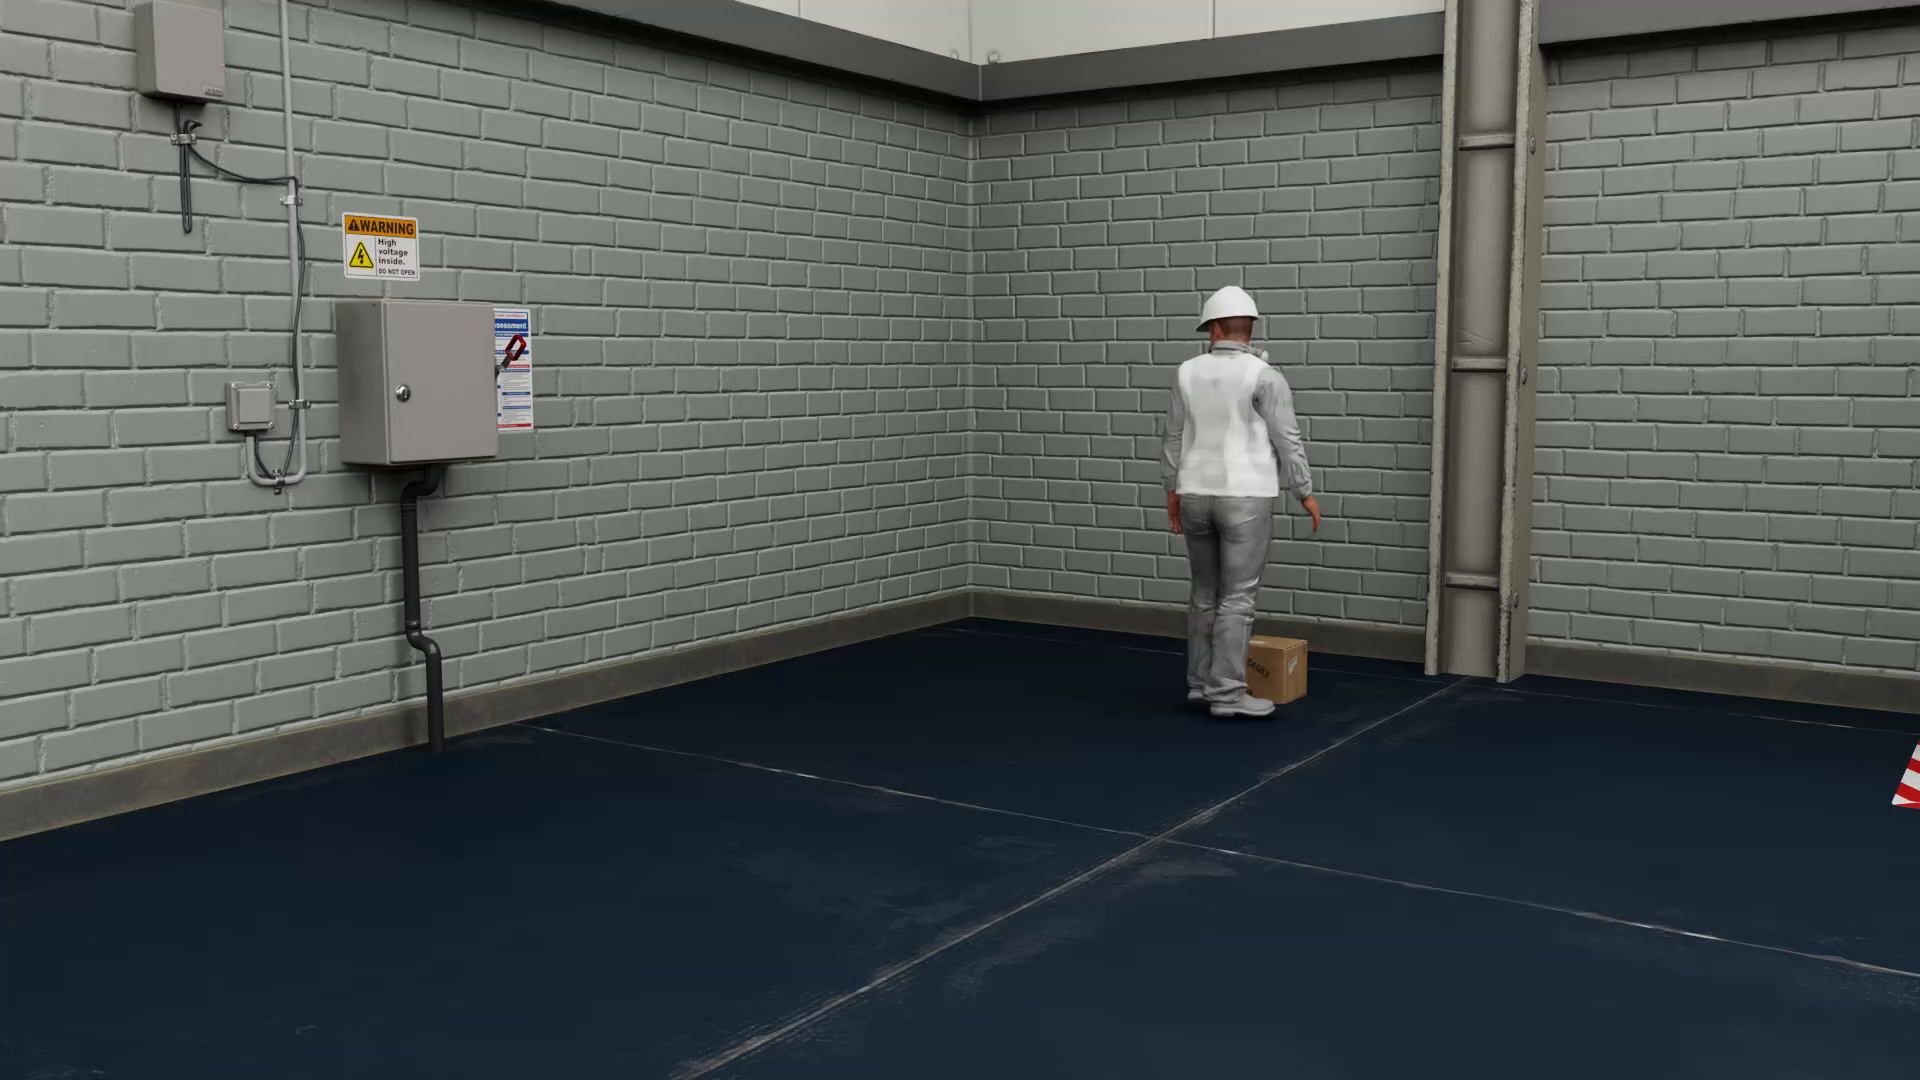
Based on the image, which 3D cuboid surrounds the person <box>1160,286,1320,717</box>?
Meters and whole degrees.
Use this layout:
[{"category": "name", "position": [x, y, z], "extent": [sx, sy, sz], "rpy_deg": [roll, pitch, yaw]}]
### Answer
[{"category": "person", "position": [1.162, -0.123, 6.933], "extent": [0.457, 1.851, 0.589], "rpy_deg": [-6, 9, -45]}]
